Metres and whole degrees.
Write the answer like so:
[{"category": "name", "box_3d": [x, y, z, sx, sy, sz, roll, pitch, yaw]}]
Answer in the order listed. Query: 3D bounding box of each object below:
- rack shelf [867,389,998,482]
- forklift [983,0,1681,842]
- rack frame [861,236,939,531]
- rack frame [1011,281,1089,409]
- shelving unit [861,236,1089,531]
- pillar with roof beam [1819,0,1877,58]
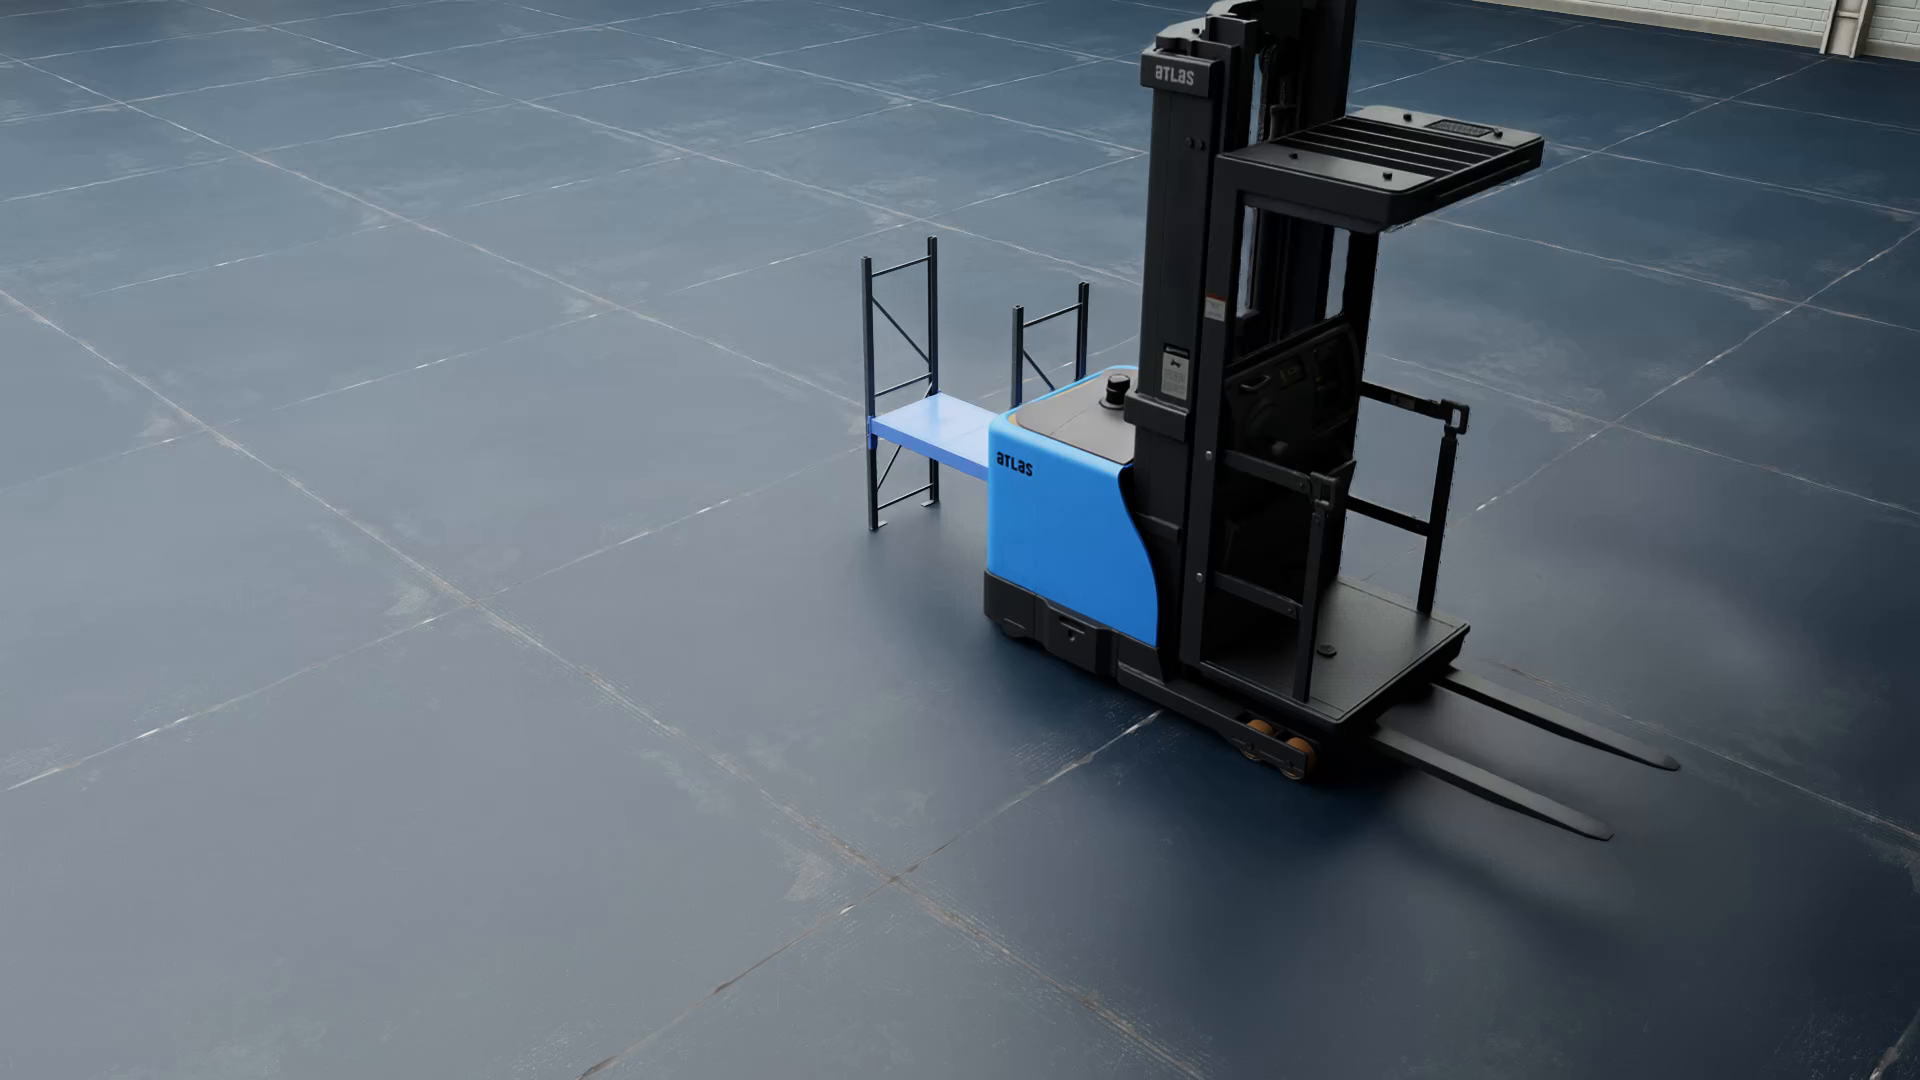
[{"category": "rack shelf", "box_3d": [0.061, -0.477, 8.432, 1.000, 0.185, 0.538, 25, 36, 38]}, {"category": "forklift", "box_3d": [1.528, -0.584, 6.711, 3.031, 2.935, 1.130, 24, 36, 38]}, {"category": "rack frame", "box_3d": [-0.302, -0.802, 8.663, 0.032, 1.500, 0.500, 25, 36, 38]}, {"category": "rack frame", "box_3d": [0.423, -0.470, 8.033, 0.032, 1.500, 0.500, 25, 36, 38]}, {"category": "shelving unit", "box_3d": [0.061, -0.636, 8.348, 1.048, 1.500, 0.538, 25, 36, 38]}, {"category": "pillar with roof beam", "box_3d": [7.438, -8.327, 14.918, 0.400, 9.000, 9.100, 25, 36, 38]}]
